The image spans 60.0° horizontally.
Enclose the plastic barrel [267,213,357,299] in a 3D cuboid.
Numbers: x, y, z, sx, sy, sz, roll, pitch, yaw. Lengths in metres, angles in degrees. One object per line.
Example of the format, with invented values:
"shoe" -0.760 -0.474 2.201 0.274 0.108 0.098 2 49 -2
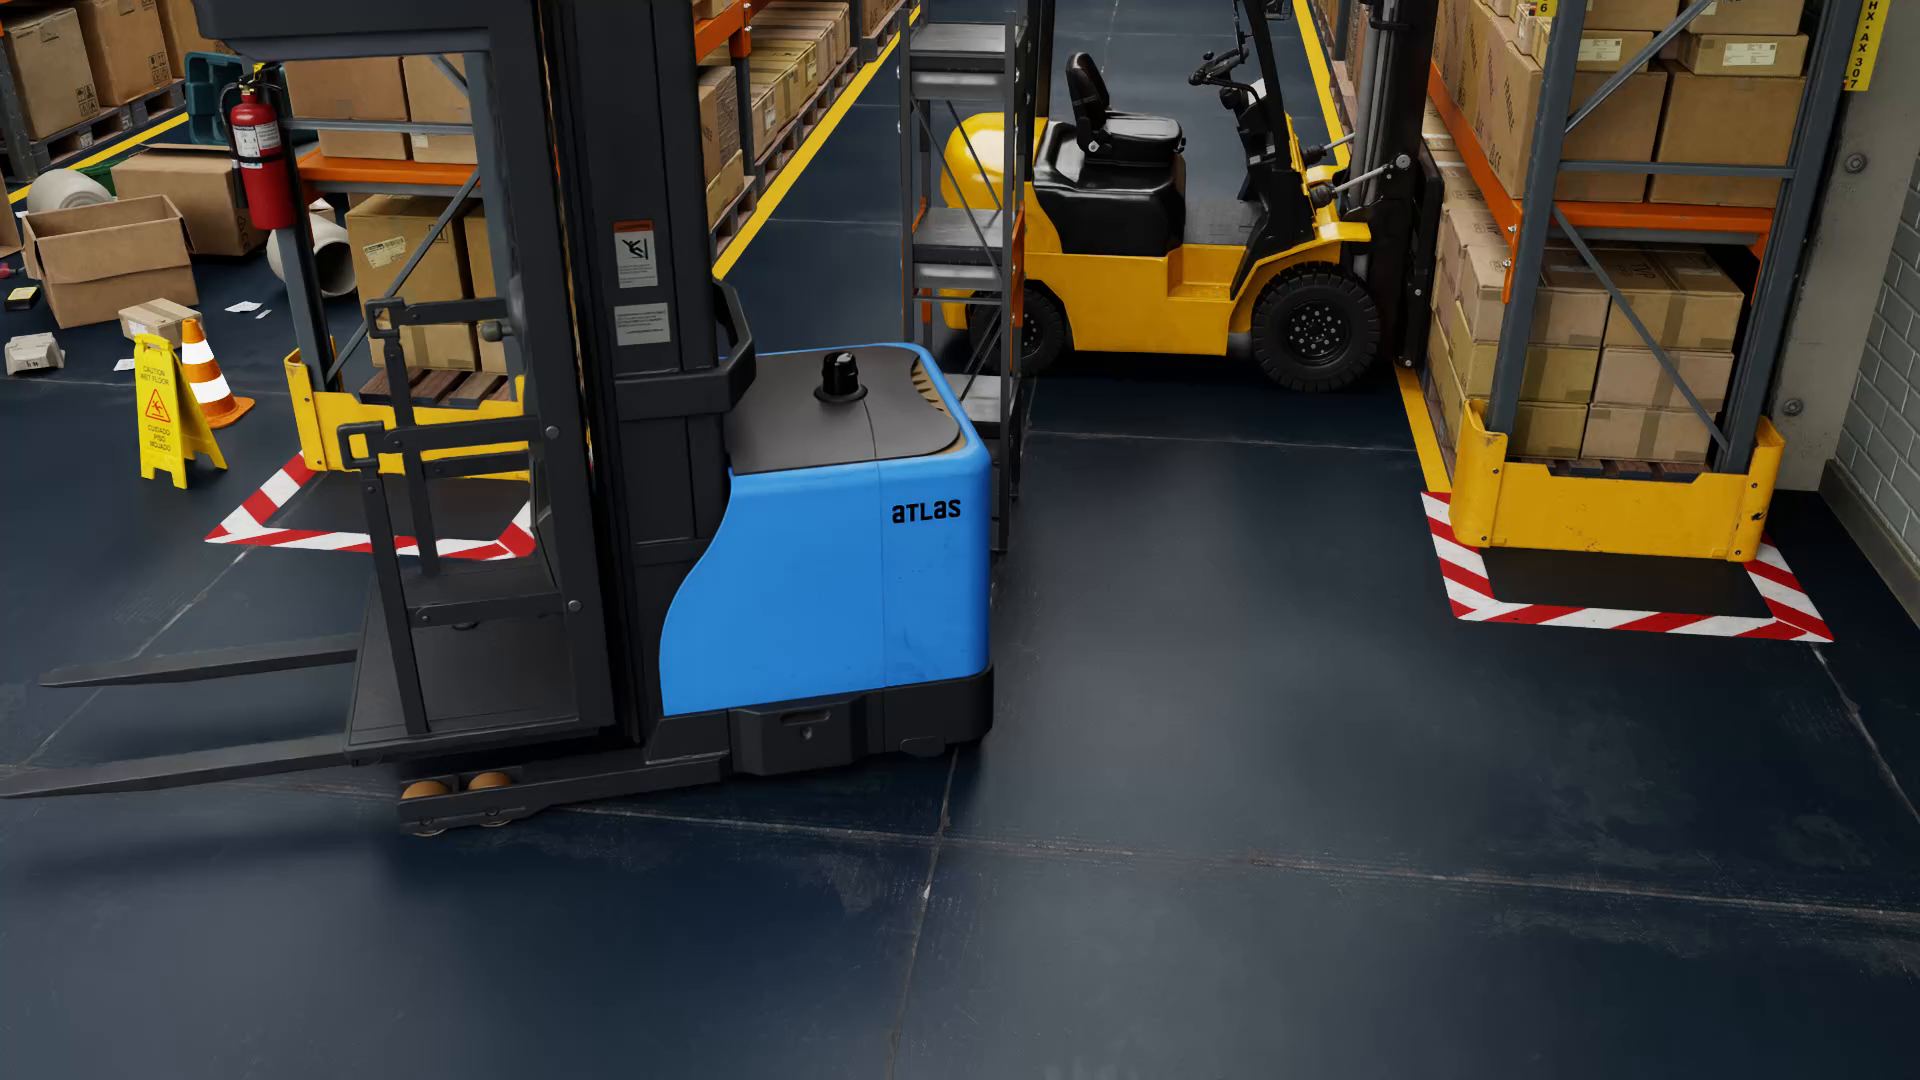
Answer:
"plastic barrel" -3.564 -1.569 9.216 0.421 0.421 0.512 -24 36 -37

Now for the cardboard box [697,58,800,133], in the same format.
"cardboard box" -1.678 -3.139 11.743 0.950 0.372 0.625 5 29 9

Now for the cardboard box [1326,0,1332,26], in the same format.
"cardboard box" 3.564 -4.899 14.874 0.500 0.500 0.500 5 29 8

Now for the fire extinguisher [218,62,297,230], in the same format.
"fire extinguisher" -2.786 -1.582 6.605 0.296 0.674 0.183 3 28 6

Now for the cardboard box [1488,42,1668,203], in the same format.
"cardboard box" 2.411 -1.647 6.539 0.500 0.500 0.500 3 28 5

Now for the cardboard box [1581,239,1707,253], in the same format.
"cardboard box" 2.916 -1.221 7.257 0.500 0.250 0.500 3 28 6

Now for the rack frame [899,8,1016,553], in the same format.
"rack frame" -0.010 -0.887 6.183 0.400 2.100 0.015 3 28 6

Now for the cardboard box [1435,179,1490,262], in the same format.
"cardboard box" 2.467 -1.484 7.745 0.500 0.250 0.500 4 29 7

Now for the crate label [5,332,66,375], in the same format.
"crate label" -4.651 -0.938 8.347 0.250 0.136 0.298 -11 30 -20

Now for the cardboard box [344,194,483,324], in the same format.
"cardboard box" -2.476 -1.340 7.740 0.500 0.500 0.500 4 29 7

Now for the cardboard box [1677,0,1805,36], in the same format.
"cardboard box" 2.865 -1.962 6.127 0.380 0.149 0.250 3 28 5

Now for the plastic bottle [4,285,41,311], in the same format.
"plastic bottle" -5.168 -1.345 9.181 0.133 0.061 0.283 -6 29 -11

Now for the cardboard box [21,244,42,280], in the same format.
"cardboard box" -5.133 -1.646 9.525 0.396 0.266 0.258 8 29 15

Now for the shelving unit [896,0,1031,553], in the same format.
"shelving unit" 0.020 -1.002 6.397 0.431 2.100 0.503 3 28 6

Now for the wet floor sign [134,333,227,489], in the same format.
"wet floor sign" -3.400 -0.579 7.145 0.267 0.644 0.232 14 31 24

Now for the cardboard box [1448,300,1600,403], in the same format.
"cardboard box" 2.361 -0.798 6.998 0.500 0.250 0.500 3 28 6

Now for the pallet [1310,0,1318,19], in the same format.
"pallet" 4.020 -5.392 16.536 1.003 0.211 1.213 3 28 6

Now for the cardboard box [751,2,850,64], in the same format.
"cardboard box" -1.414 -4.171 13.658 0.950 0.372 0.625 1 28 3

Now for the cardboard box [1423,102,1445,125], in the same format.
"cardboard box" 2.658 -2.204 9.081 0.500 0.250 0.500 3 28 6

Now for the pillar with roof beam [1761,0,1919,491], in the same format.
"pillar with roof beam" -0.681 -4.523 5.657 9.100 9.000 0.400 3 28 6

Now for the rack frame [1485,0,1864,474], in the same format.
"rack frame" 2.612 -1.356 6.105 1.000 3.000 0.127 3 28 6

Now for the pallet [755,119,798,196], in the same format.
"pallet" -1.731 -2.665 11.474 1.003 0.211 1.213 3 28 6

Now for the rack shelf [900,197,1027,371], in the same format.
"rack shelf" 0.020 -0.990 6.403 0.431 0.518 0.480 3 28 6

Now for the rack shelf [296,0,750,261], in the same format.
"rack shelf" -2.070 -2.268 8.555 1.077 0.370 4.000 3 28 6

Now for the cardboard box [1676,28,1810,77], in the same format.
"cardboard box" 2.911 -1.830 6.196 0.380 0.149 0.250 3 28 5

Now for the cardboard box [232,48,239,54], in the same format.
"cardboard box" -6.424 -4.562 13.984 1.050 0.750 0.750 3 28 6

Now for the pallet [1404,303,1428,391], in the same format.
"pallet" 2.816 -1.064 8.502 1.003 0.211 1.213 3 28 6

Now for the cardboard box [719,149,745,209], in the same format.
"cardboard box" -1.631 -2.206 10.139 0.500 0.250 0.500 5 29 9

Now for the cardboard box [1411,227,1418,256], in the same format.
"cardboard box" 2.541 -1.513 8.325 0.500 0.250 0.500 3 28 6

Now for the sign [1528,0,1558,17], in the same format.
"sign" 2.075 -2.008 5.845 0.100 0.325 0.005 3 28 6

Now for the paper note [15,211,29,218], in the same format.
"paper note" -5.934 -2.090 10.596 0.147 0.020 0.142 -17 33 -29

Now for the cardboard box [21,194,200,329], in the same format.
"cardboard box" -4.612 -1.518 9.037 0.797 0.503 0.637 -17 33 -29

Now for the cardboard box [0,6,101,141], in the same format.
"cardboard box" -6.763 -3.258 11.564 1.050 0.750 0.750 3 28 6

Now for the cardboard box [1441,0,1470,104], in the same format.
"cardboard box" 2.597 -2.369 7.880 0.500 0.500 0.500 4 29 7

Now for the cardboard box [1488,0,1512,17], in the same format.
"cardboard box" 2.498 -2.350 7.161 0.380 0.149 0.250 2 28 5

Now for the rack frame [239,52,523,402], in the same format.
"rack frame" -2.315 -1.643 6.637 1.000 3.000 0.127 3 28 6

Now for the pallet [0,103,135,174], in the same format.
"pallet" -6.730 -2.906 11.921 1.003 0.211 1.213 3 28 6

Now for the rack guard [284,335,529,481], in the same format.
"rack guard" -2.306 -0.578 7.296 1.175 0.500 0.348 3 28 6

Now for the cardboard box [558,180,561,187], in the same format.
"cardboard box" -1.880 -1.569 8.165 0.500 0.500 0.500 2 28 4

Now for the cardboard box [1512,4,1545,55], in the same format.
"cardboard box" 2.378 -1.987 6.487 0.380 0.149 0.250 4 29 7

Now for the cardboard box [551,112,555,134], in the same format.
"cardboard box" -1.938 -1.920 7.416 0.380 0.149 0.250 2 28 5

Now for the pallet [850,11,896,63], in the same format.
"pallet" -1.163 -4.548 14.969 1.003 0.211 1.213 3 28 6

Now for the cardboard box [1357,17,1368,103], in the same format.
"cardboard box" 3.347 -3.344 11.855 0.875 0.625 0.625 2 28 4

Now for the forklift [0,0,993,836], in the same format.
"forklift" -1.466 -0.663 4.890 3.031 2.935 1.130 -6 29 -12

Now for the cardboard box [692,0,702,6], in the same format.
"cardboard box" -1.689 -3.234 9.172 0.500 0.500 0.500 4 29 8

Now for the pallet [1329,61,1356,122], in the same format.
"pallet" 3.452 -3.509 13.041 1.003 0.211 1.213 3 28 6

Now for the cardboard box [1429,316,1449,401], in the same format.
"cardboard box" 2.426 -0.804 7.535 0.500 0.250 0.500 3 28 6

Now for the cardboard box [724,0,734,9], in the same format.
"cardboard box" -1.562 -3.246 9.878 0.380 0.149 0.250 3 28 6
